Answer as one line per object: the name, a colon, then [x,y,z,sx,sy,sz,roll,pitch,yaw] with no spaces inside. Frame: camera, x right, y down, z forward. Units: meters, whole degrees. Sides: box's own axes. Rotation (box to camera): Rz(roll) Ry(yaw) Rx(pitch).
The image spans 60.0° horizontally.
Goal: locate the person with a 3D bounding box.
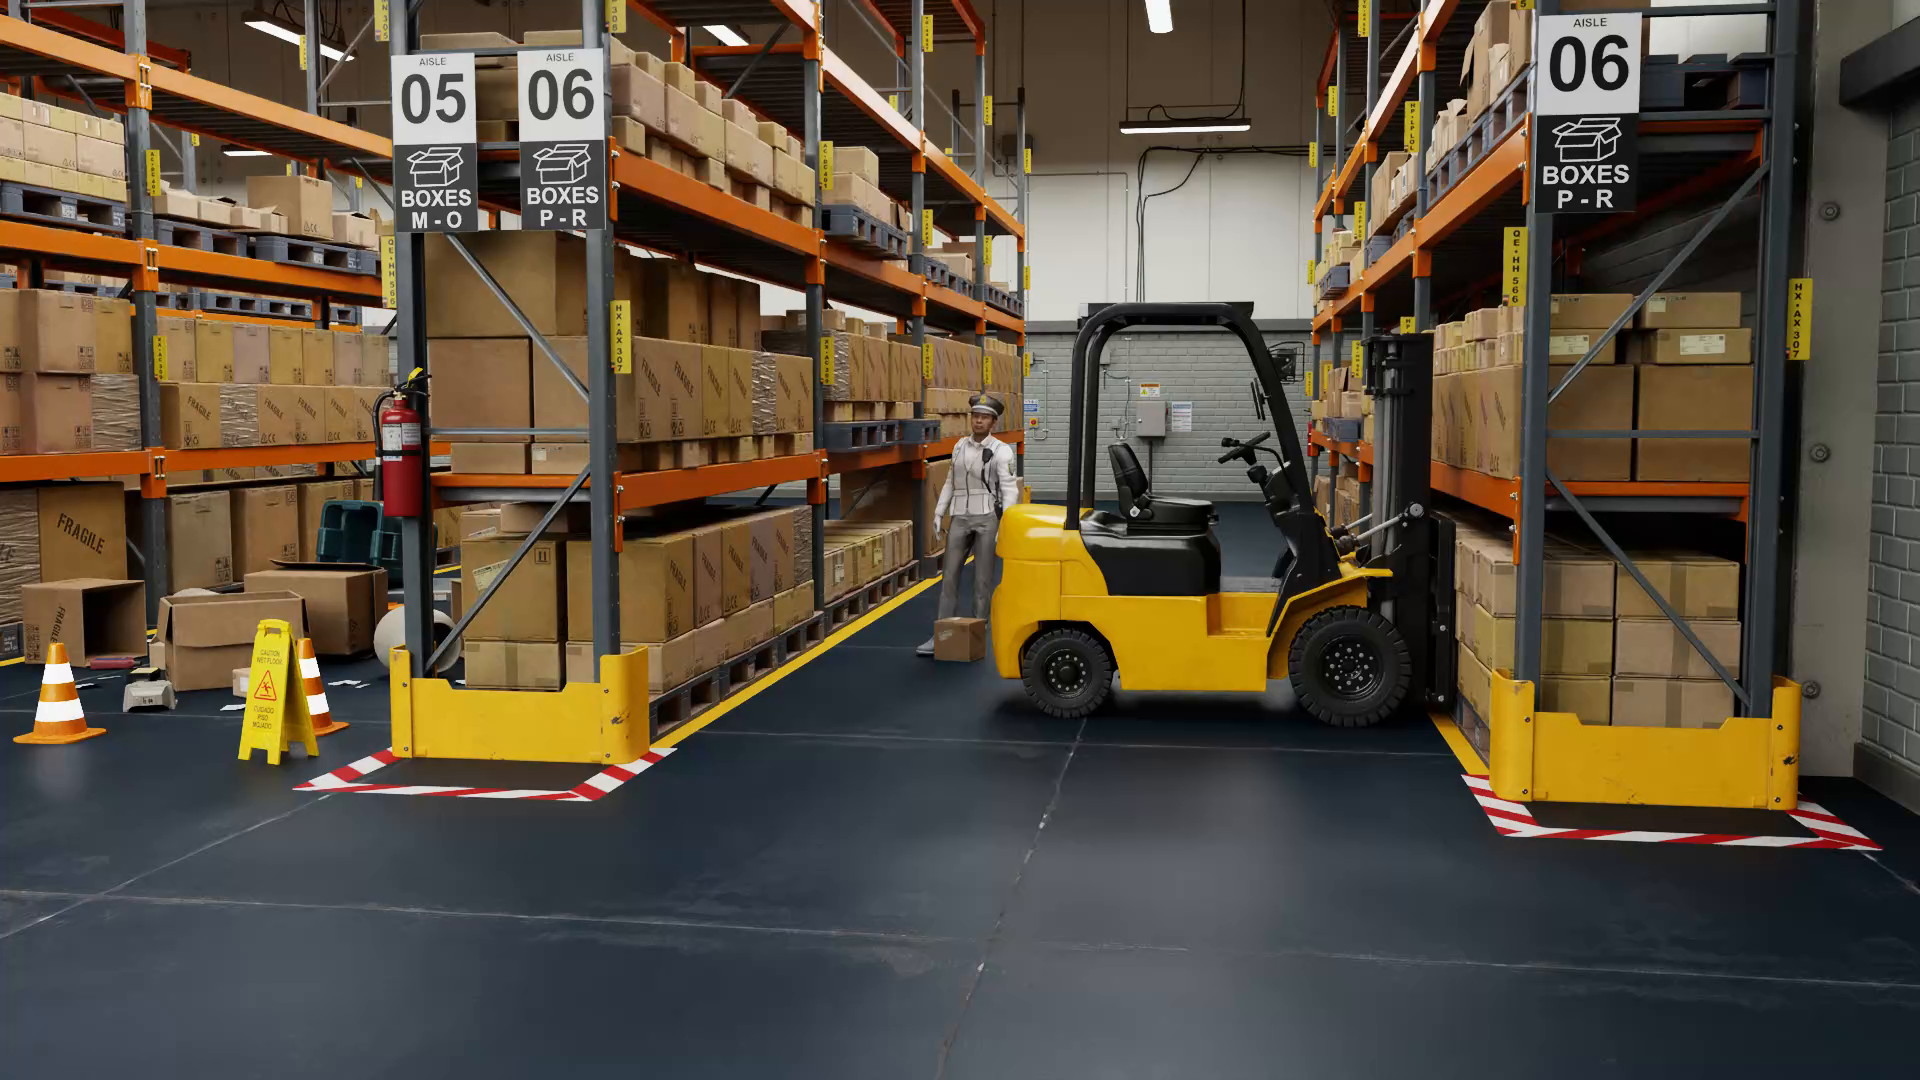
person: [0.069,-0.103,10.858,0.587,1.694,0.529,2,5,28]
